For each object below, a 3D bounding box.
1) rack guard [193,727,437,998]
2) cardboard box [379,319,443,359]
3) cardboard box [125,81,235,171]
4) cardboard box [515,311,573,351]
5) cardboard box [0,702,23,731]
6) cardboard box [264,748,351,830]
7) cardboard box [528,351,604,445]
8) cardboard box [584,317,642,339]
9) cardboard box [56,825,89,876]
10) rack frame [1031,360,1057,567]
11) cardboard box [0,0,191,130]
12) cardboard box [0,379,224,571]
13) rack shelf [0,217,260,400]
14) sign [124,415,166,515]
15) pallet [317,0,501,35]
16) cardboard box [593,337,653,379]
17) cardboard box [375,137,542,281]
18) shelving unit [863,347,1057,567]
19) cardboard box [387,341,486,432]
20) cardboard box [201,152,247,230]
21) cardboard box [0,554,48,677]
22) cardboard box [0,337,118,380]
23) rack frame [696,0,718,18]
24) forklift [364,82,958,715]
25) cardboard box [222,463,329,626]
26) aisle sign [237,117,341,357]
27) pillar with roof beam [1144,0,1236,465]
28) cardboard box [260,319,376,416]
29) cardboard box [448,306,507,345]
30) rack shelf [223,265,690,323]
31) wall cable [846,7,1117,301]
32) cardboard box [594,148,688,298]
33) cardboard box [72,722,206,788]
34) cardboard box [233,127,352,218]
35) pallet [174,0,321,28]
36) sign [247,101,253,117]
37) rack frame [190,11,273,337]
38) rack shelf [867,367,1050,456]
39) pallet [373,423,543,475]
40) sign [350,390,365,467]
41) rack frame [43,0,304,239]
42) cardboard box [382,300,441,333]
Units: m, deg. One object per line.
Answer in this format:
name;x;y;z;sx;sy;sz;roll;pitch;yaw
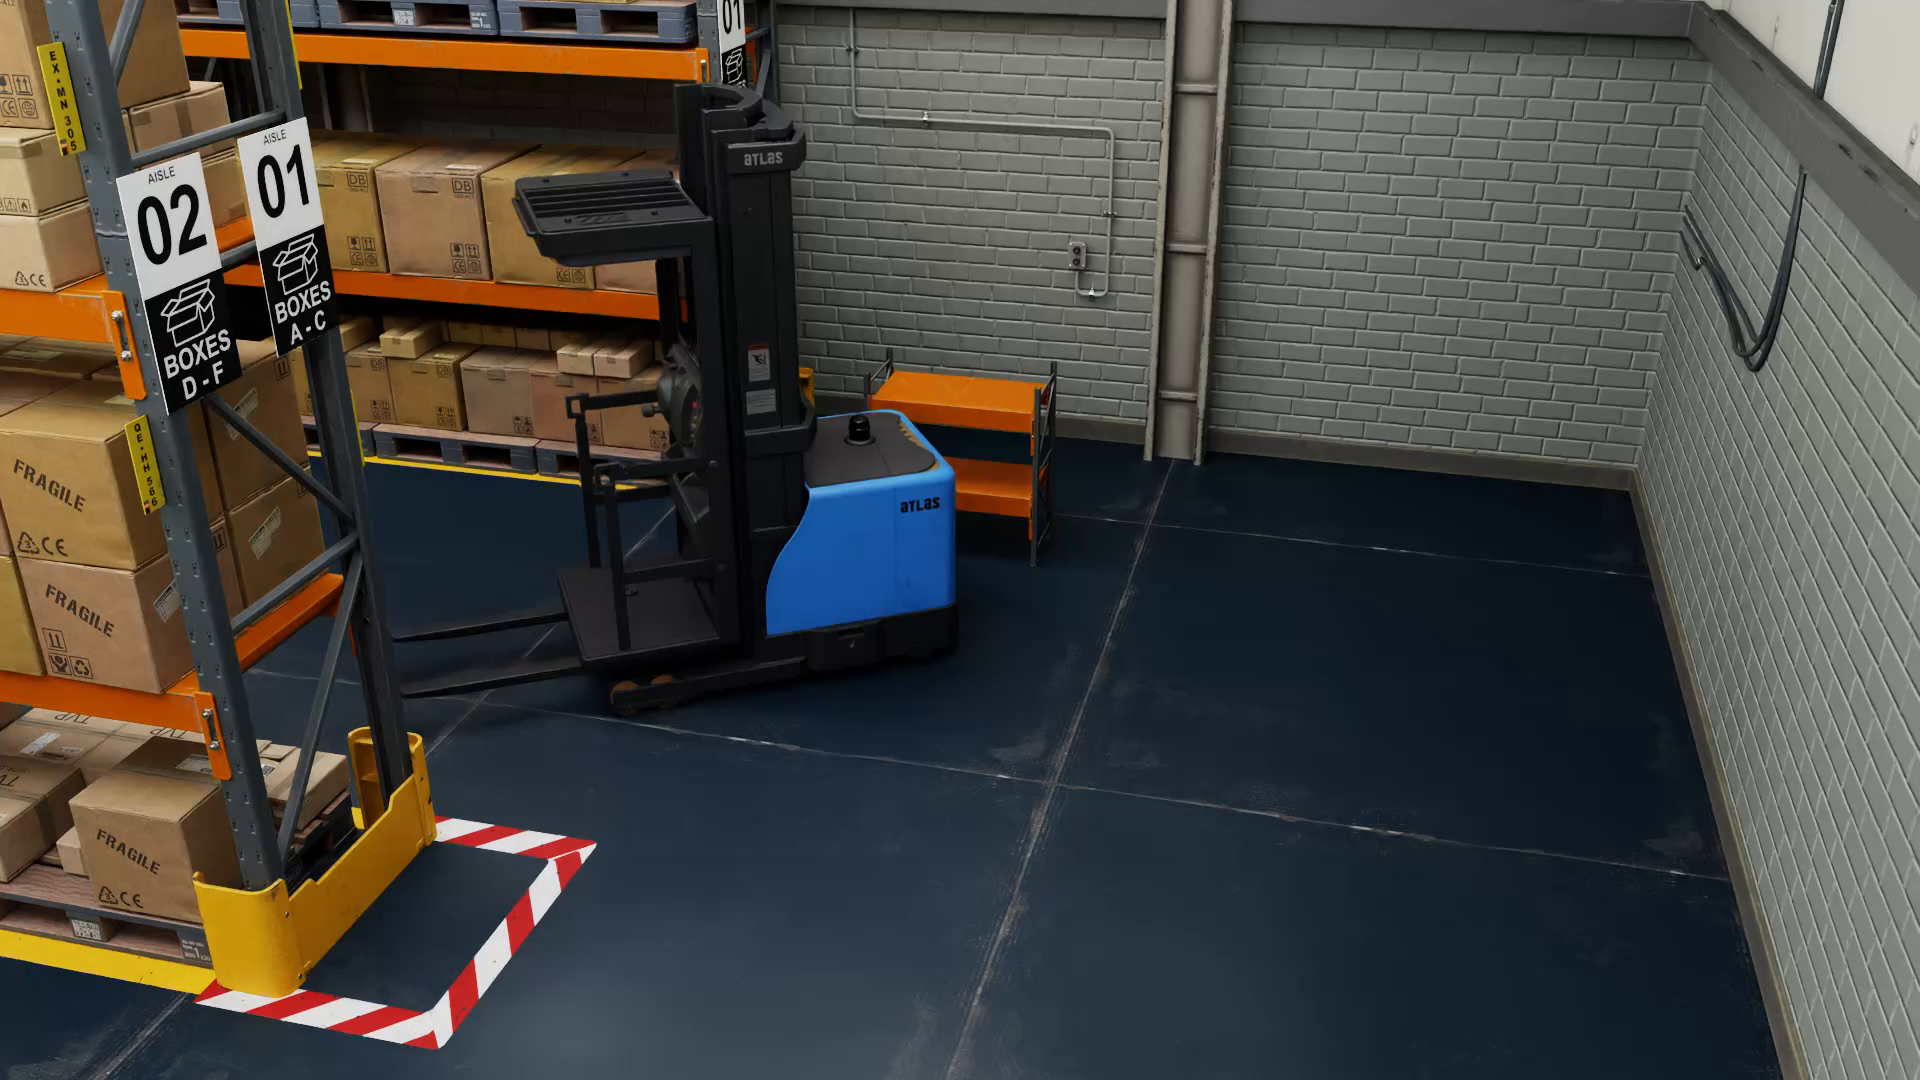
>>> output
rack guard;-2.644;1.307;6.922;0.348;0.500;1.175;6;26;13
cardboard box;-3.724;-1.367;11.296;0.250;0.149;0.380;6;26;12
cardboard box;-3.003;-1.489;5.991;0.500;0.250;0.500;6;26;13
cardboard box;-2.852;-1.441;11.451;0.250;0.149;0.380;7;26;14
cardboard box;-4.624;0.886;7.292;0.637;0.503;0.797;6;26;13
cardboard box;-2.891;1.088;7.281;0.250;0.149;0.380;6;26;13
cardboard box;-2.528;-1.024;11.330;0.500;0.500;0.700;6;26;13
cardboard box;-2.363;-1.387;11.338;0.250;0.149;0.380;6;26;13
cardboard box;-3.529;1.231;6.959;0.250;0.166;0.380;6;26;13
rack frame;0.499;-0.453;9.892;0.032;1.125;0.500;6;26;13
cardboard box;-3.072;-1.712;5.588;0.500;0.500;0.700;6;26;13
cardboard box;-3.070;-0.243;5.991;0.500;0.500;0.500;6;26;13
rack shelf;-4.508;-1.057;6.328;4.000;0.370;1.077;6;26;13
sign;-2.728;-0.250;5.570;0.005;0.325;0.100;6;26;13
pallet;-3.247;-3.395;10.505;1.213;0.211;1.003;6;26;13
cardboard box;-2.213;-1.201;10.948;0.250;0.149;0.380;6;26;12
cardboard box;-3.281;-2.220;11.075;0.700;0.700;0.980;5;26;10
shelving unit;0.007;-0.507;10.007;1.048;1.125;0.538;6;26;13
cardboard box;-3.534;-1.131;11.556;0.500;0.500;0.700;7;26;14
cardboard box;-3.005;-1.261;6.093;0.500;0.250;0.500;6;26;13
cardboard box;-3.576;0.153;6.323;0.500;0.500;0.500;7;26;13
cardboard box;-3.443;-0.520;6.573;0.500;0.500;0.500;7;26;14
rack frame;-1.341;-4.585;9.411;0.127;3.000;1.000;6;26;13
forklift;-1.583;-0.695;8.299;3.031;2.935;1.130;-9;27;-18
cardboard box;-2.935;-0.016;6.677;0.500;0.500;0.500;7;26;14
aisle sign;-2.432;-1.102;6.051;0.004;0.787;0.394;6;26;13
pillar with roof beam;0.418;-2.863;5.796;0.400;9.000;9.100;6;26;13
cardboard box;-4.516;-1.242;11.789;0.500;0.500;0.700;7;26;14
cardboard box;-3.346;-1.495;11.566;0.250;0.149;0.380;6;26;12
rack shelf;-3.278;-1.765;11.305;4.000;0.370;1.077;6;26;13
wall cable;0.135;-2.591;11.021;1.851;1.984;0.084;6;26;13
cardboard box;-1.837;-2.062;10.742;0.700;0.700;0.980;8;26;15
cardboard box;-3.511;1.000;7.347;0.500;0.250;0.500;6;26;13
cardboard box;-4.693;-2.375;11.399;0.700;0.700;0.980;7;26;14
pallet;-4.425;-3.526;10.781;1.213;0.211;1.003;6;26;13
sign;-5.078;-2.962;11.883;0.005;0.325;0.100;6;26;13
rack frame;-5.215;-2.304;11.600;0.127;3.000;1.000;6;26;13
rack shelf;0.007;-0.771;9.881;1.000;0.278;0.538;6;26;13
pallet;-3.312;-0.801;11.688;1.213;0.211;1.003;6;26;13
sign;-2.436;-0.430;6.656;0.005;0.325;0.100;6;26;13
rack frame;-2.571;-2.522;5.078;0.127;3.000;1.000;6;26;13
cardboard box;-3.841;-1.550;11.681;0.250;0.149;0.380;5;26;11
